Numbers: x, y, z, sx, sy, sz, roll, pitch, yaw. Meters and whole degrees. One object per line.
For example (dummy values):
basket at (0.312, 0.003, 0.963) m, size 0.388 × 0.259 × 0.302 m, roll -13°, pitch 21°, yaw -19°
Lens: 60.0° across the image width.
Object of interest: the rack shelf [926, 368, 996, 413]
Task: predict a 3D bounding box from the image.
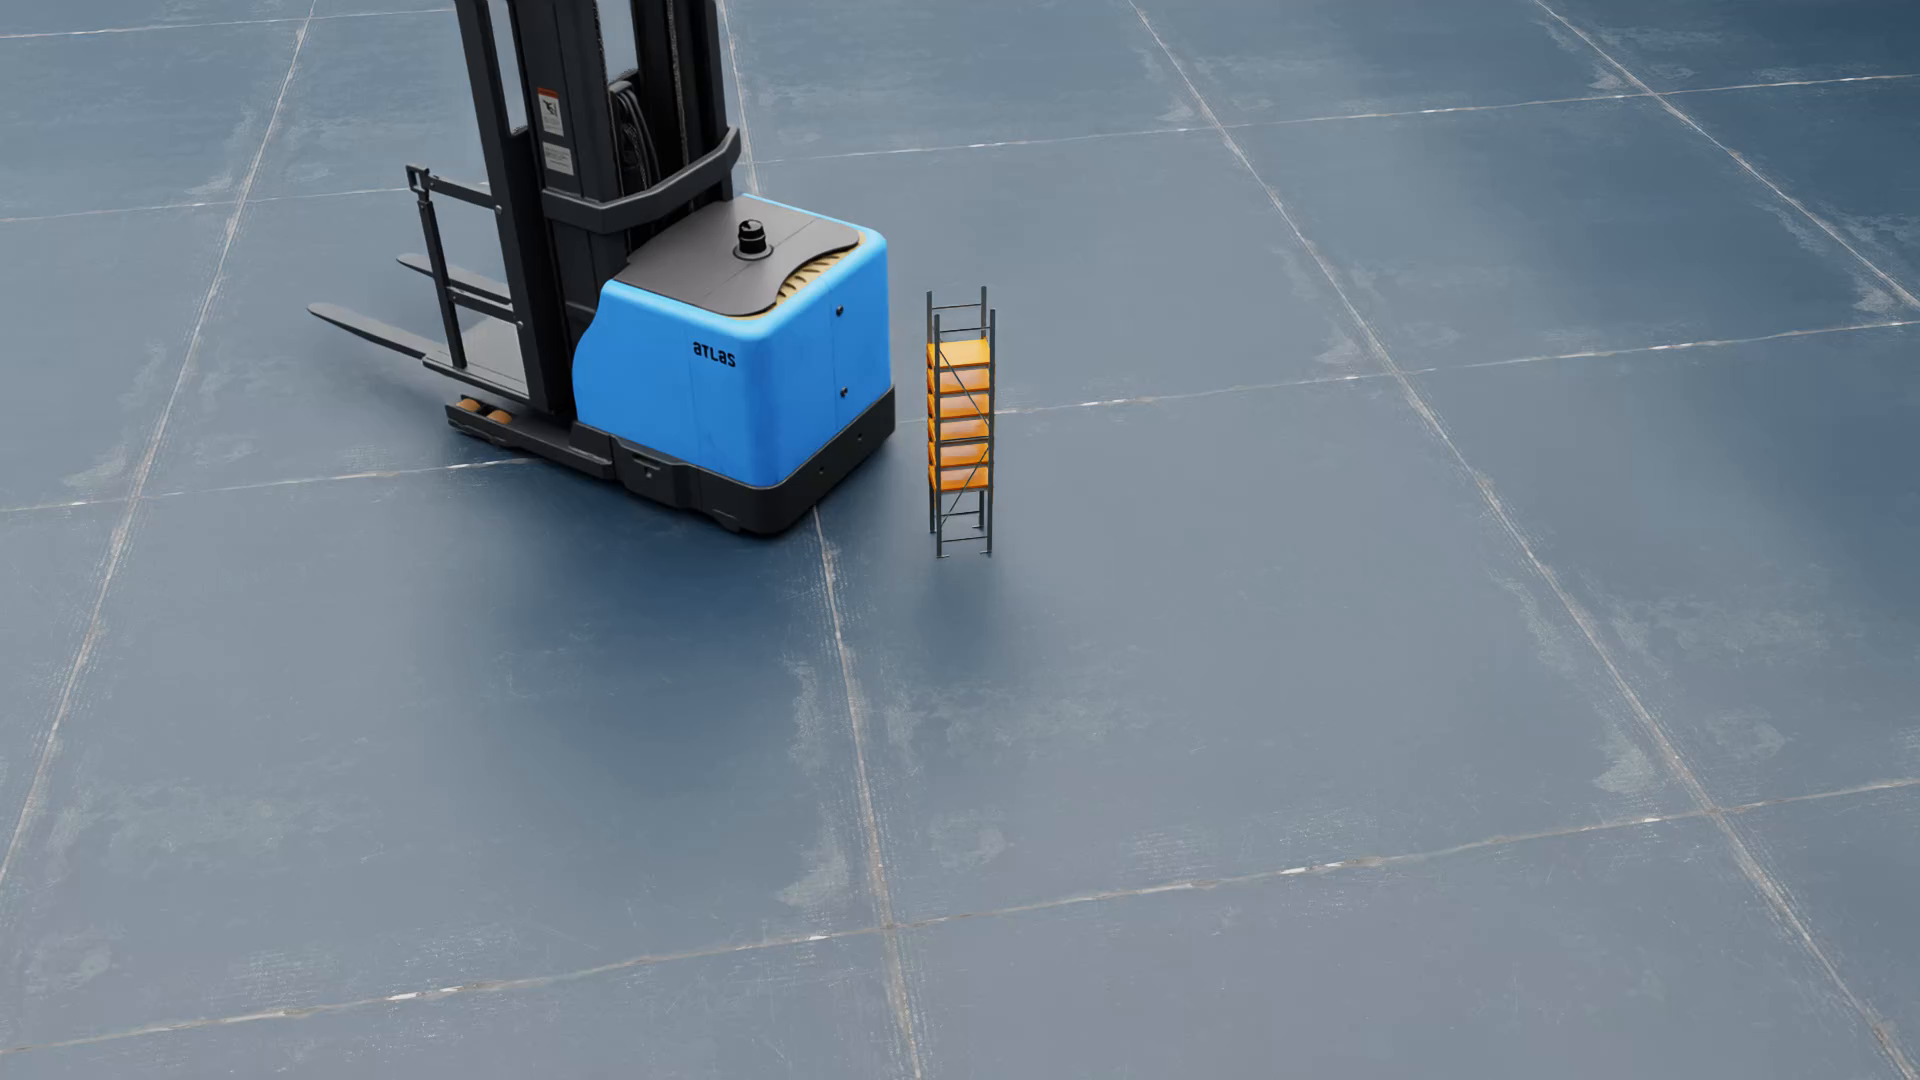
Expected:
rack shelf at (0.003, -0.620, 6.751) m, size 0.258 × 0.103 × 0.180 m, roll -6°, pitch 38°, yaw -8°

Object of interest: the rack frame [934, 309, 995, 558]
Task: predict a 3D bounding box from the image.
rack frame at (0.019, -0.410, 6.800) m, size 0.240 × 1.200 × 0.006 m, roll -6°, pitch 38°, yaw -8°

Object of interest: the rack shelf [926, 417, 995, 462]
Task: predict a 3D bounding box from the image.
rack shelf at (0.003, -0.430, 6.898) m, size 0.258 × 0.103 × 0.180 m, roll -6°, pitch 38°, yaw -8°

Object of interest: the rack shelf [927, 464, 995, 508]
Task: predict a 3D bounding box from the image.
rack shelf at (0.003, -0.240, 7.045) m, size 0.258 × 0.103 × 0.180 m, roll -6°, pitch 38°, yaw -8°

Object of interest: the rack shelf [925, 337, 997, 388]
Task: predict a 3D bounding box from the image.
rack shelf at (0.003, -0.714, 6.677) m, size 0.258 × 0.103 × 0.180 m, roll -6°, pitch 38°, yaw -8°

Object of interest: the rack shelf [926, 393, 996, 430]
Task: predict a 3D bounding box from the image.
rack shelf at (0.003, -0.525, 6.824) m, size 0.258 × 0.103 × 0.180 m, roll -6°, pitch 38°, yaw -8°

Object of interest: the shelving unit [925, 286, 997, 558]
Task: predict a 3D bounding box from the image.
shelving unit at (0.003, -0.465, 6.871) m, size 0.258 × 1.200 × 0.189 m, roll -6°, pitch 38°, yaw -8°

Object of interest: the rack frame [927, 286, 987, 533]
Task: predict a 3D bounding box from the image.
rack frame at (-0.013, -0.520, 6.942) m, size 0.240 × 1.200 × 0.006 m, roll -6°, pitch 38°, yaw -8°

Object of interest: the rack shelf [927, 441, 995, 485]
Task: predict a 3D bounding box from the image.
rack shelf at (0.003, -0.335, 6.972) m, size 0.258 × 0.103 × 0.180 m, roll -6°, pitch 38°, yaw -8°

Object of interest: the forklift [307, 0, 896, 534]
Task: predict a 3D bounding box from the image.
forklift at (-1.832, -1.855, 7.248) m, size 3.031 × 2.935 × 1.130 m, roll 20°, pitch 42°, yaw 24°
